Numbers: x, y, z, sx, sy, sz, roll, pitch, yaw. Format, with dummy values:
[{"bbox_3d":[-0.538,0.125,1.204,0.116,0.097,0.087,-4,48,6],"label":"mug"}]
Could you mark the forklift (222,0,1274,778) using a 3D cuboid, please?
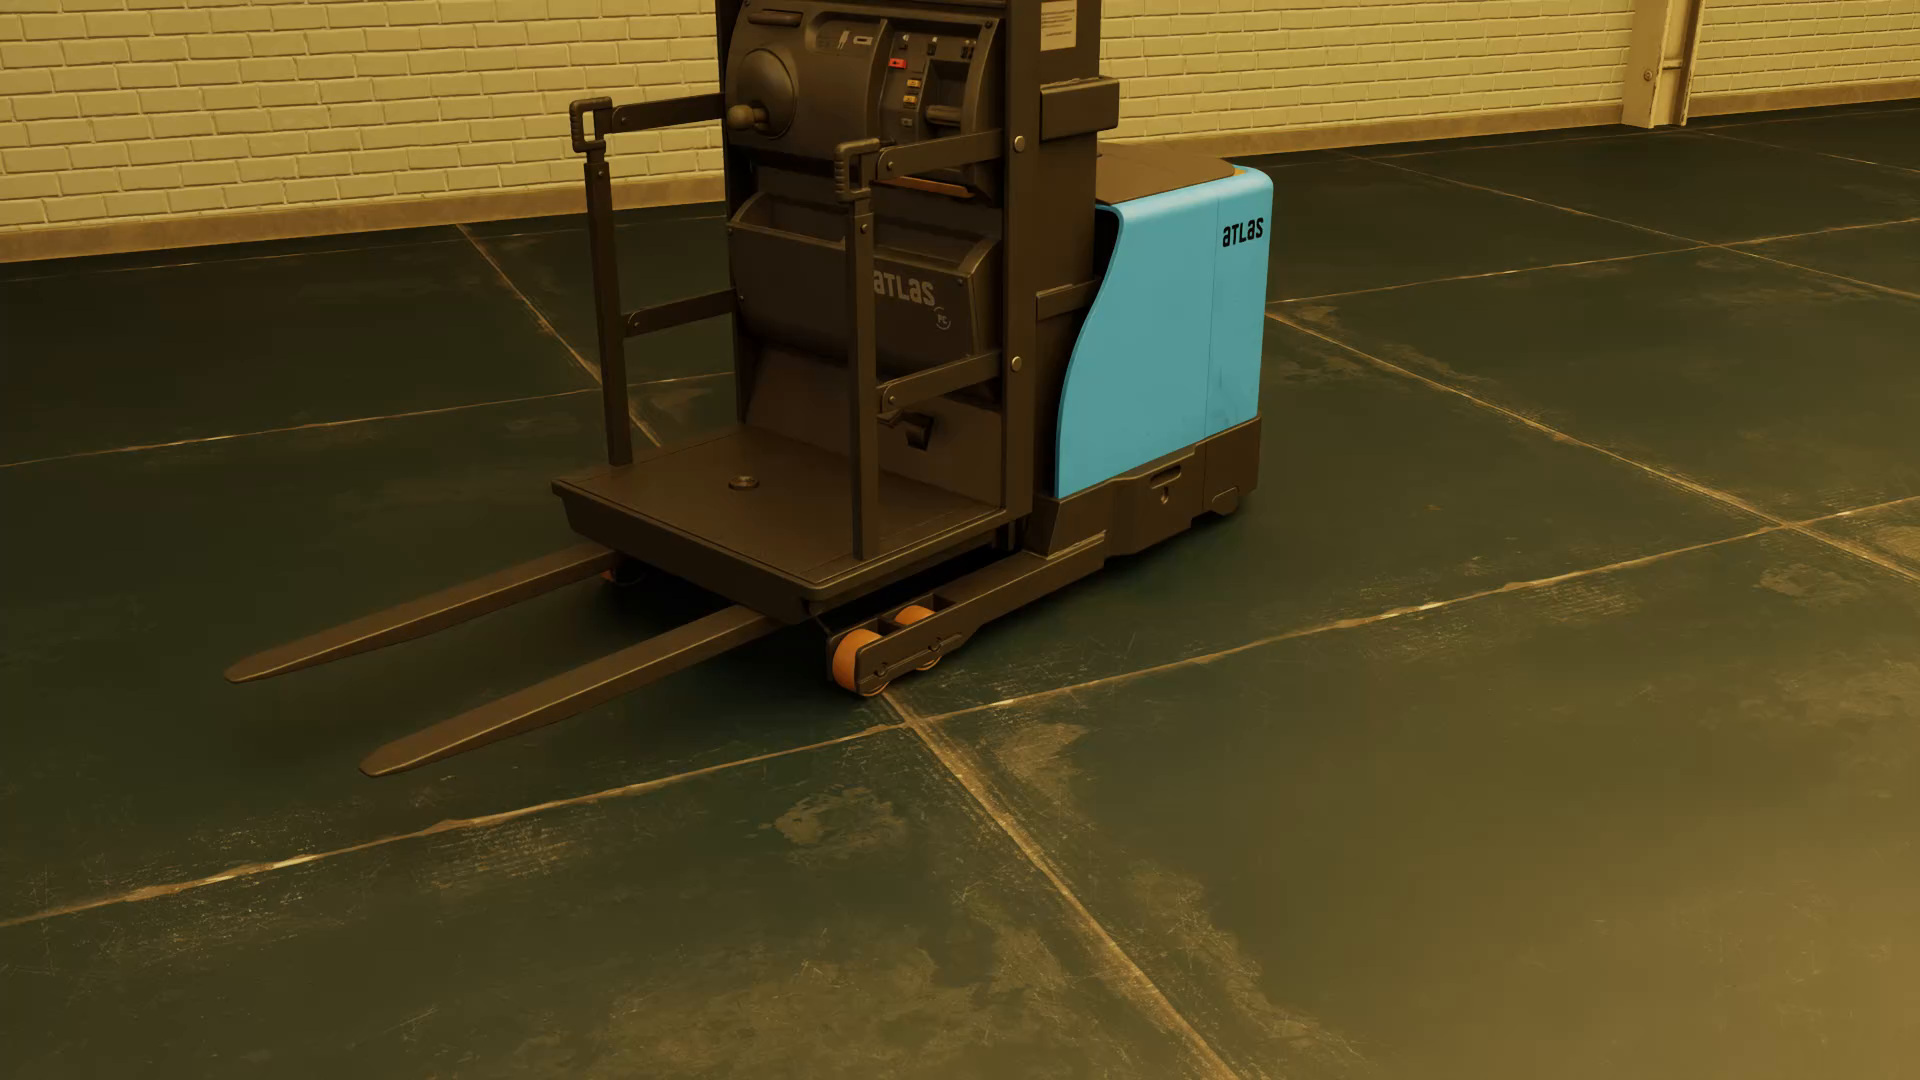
[{"bbox_3d":[-0.413,-1.182,4.131,1.130,2.935,3.031,19,29,39],"label":"forklift"}]
